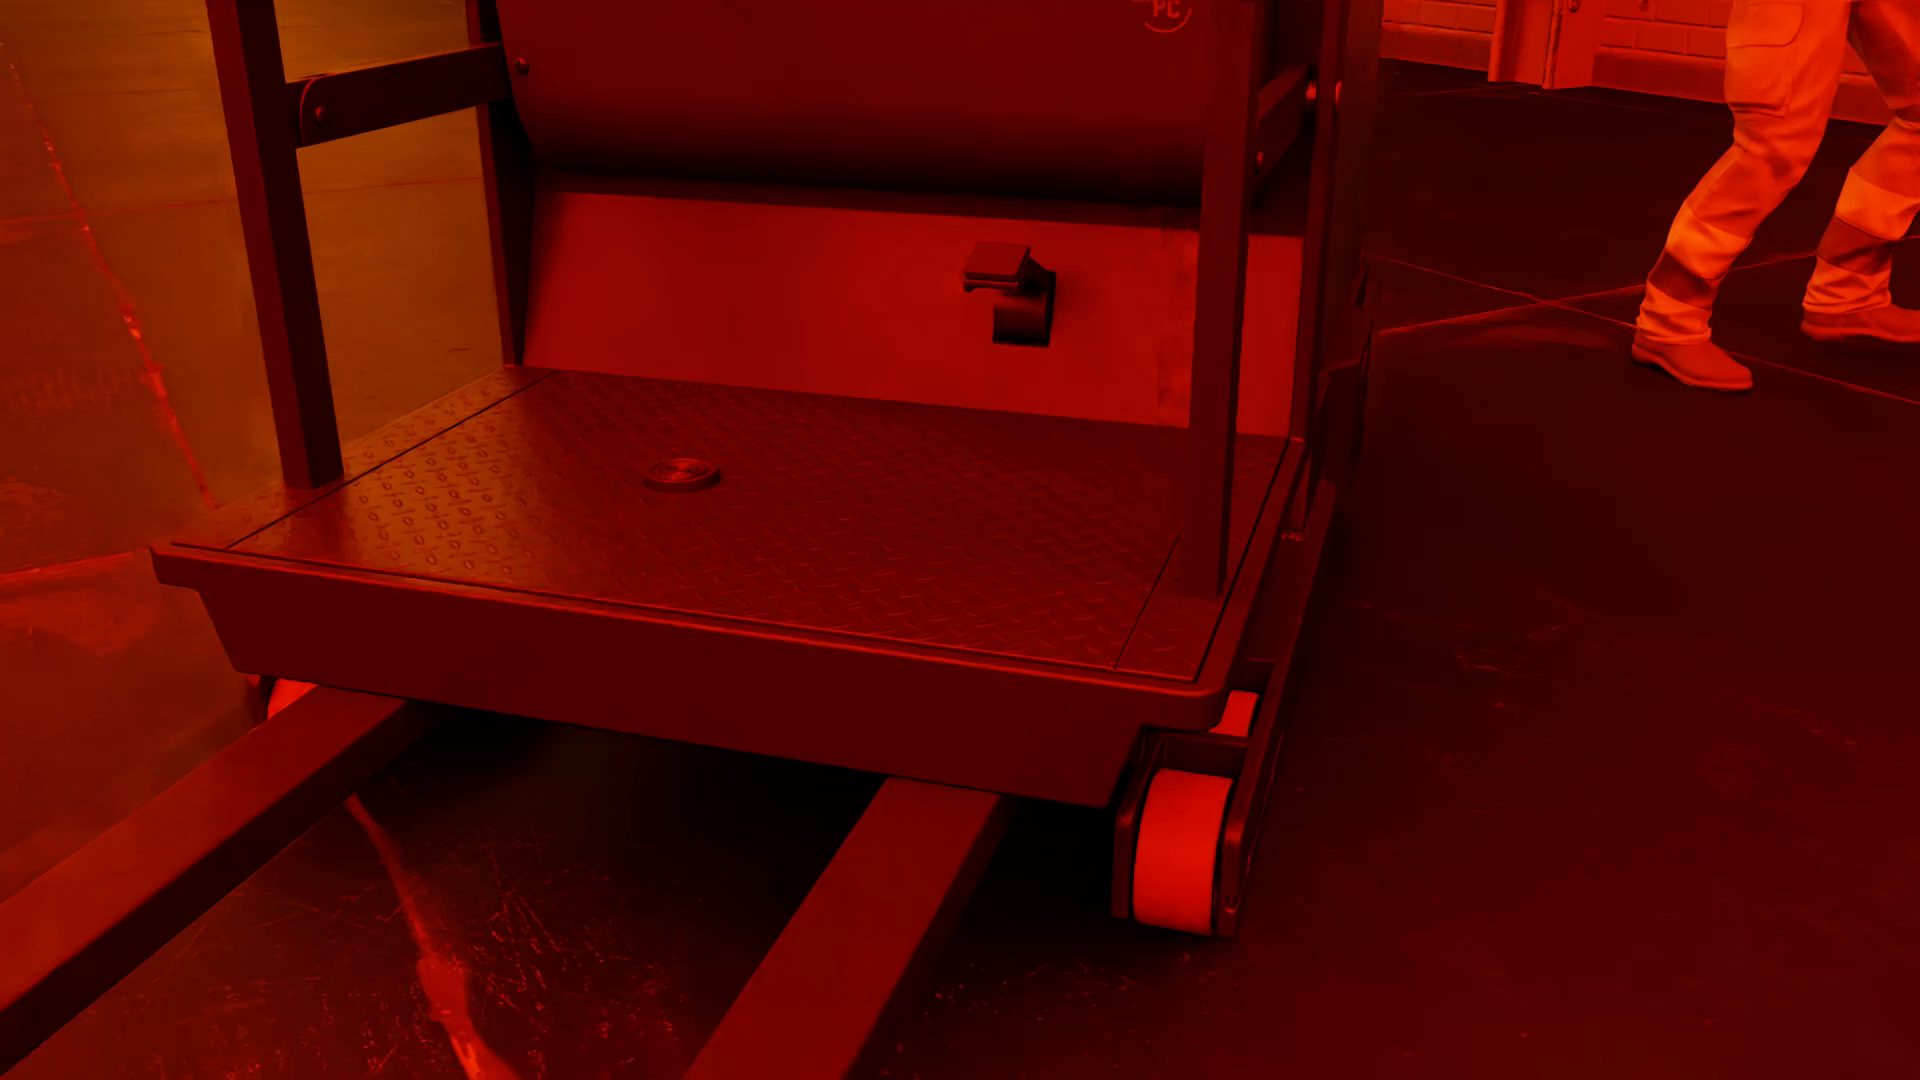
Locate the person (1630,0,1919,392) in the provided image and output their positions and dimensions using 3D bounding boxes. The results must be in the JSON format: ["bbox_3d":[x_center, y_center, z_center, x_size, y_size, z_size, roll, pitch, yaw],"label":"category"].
[{"bbox_3d":[1.686,-1.147,3.152,0.867,1.744,0.463,-13,25,-28],"label":"person"}]

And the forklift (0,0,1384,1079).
[{"bbox_3d":[-0.166,-1.128,1.523,1.130,2.935,3.031,7,23,16],"label":"forklift"}]
